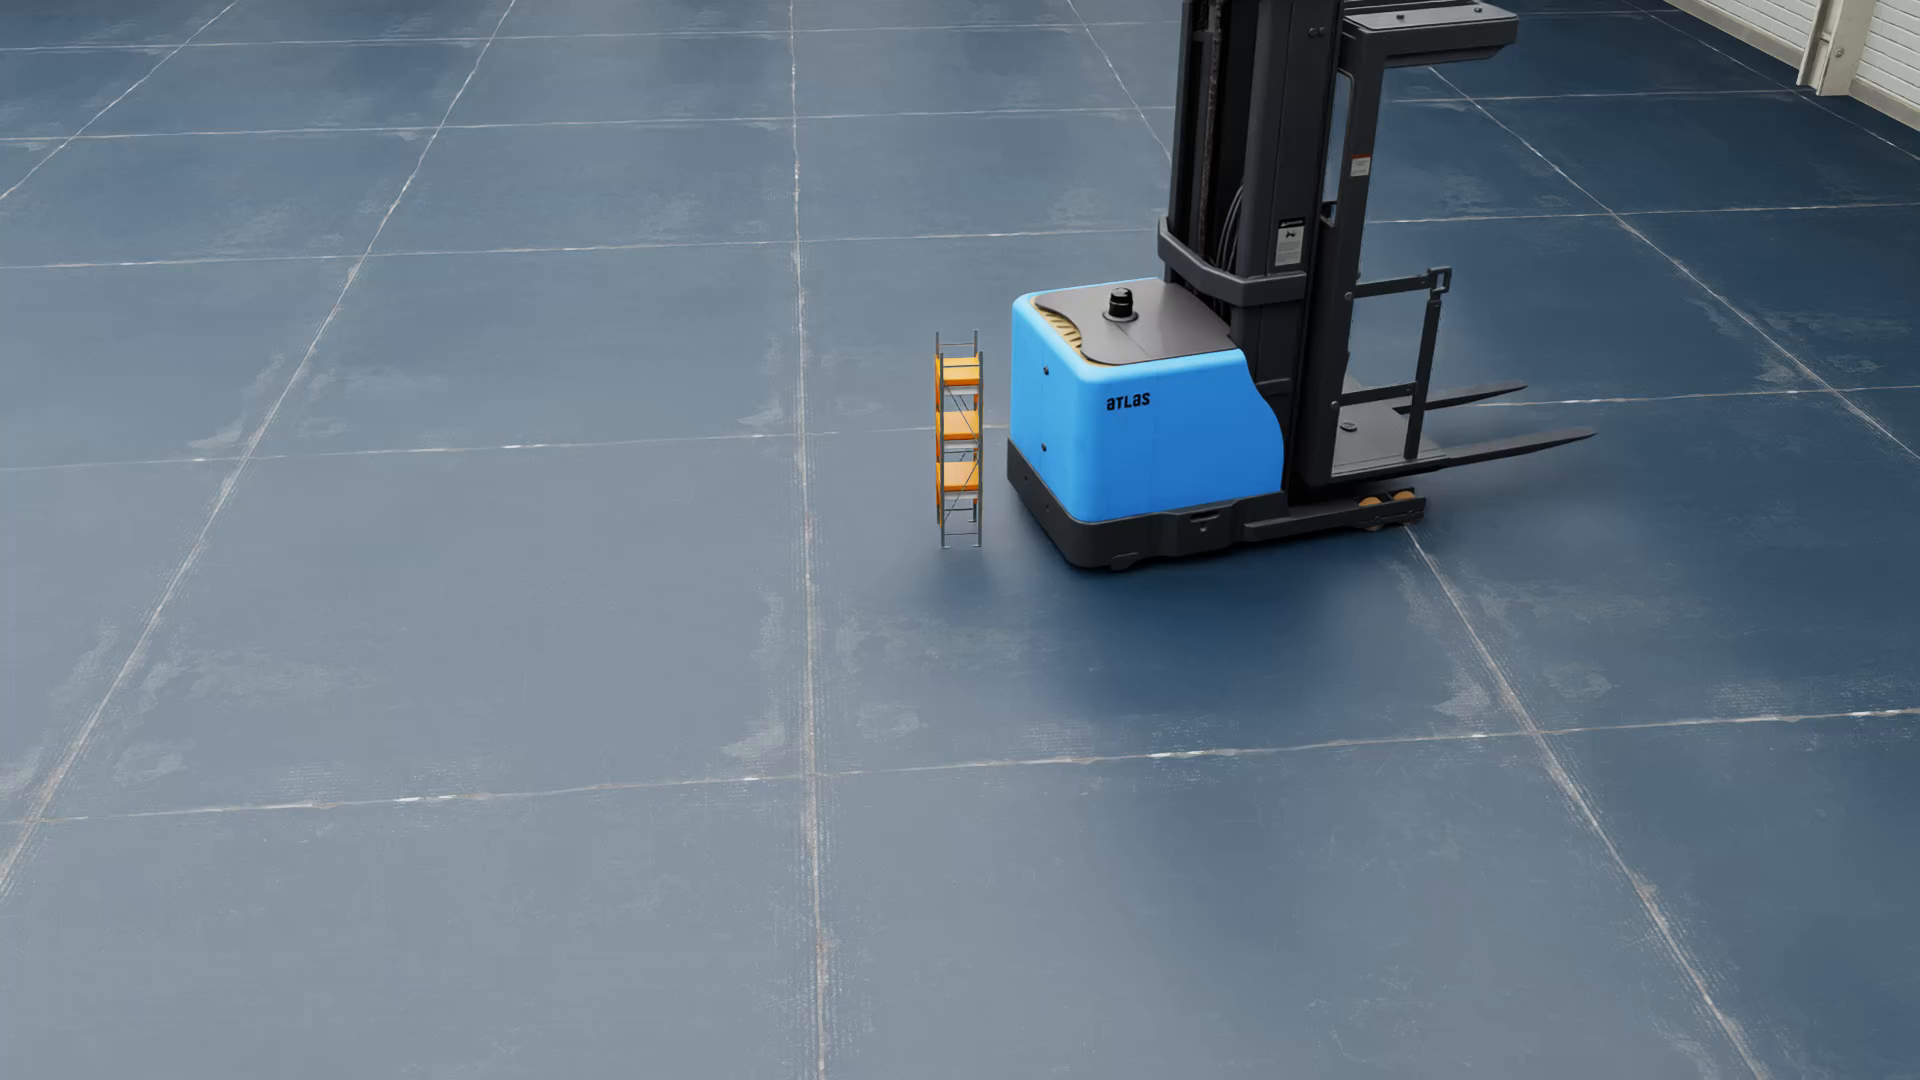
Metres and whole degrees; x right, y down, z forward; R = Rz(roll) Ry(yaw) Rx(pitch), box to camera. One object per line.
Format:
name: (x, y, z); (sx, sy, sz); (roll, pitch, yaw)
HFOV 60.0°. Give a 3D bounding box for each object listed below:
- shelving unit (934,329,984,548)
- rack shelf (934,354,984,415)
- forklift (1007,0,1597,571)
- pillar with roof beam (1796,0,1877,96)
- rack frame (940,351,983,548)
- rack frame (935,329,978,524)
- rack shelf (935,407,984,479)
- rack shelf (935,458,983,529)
shelving unit: (-0.005, -0.478, 8.027); (0.215, 1.050, 0.252); (-3, 31, -5)
rack shelf: (-0.005, -0.713, 7.886); (0.215, 0.259, 0.240); (-3, 31, -5)
forklift: (1.819, -1.550, 7.987); (3.031, 2.935, 1.130); (-10, 32, -16)
pillar with roof beam: (3.559, -7.755, 12.458); (9.100, 9.000, 0.400); (-3, 31, -5)
rack frame: (0.006, -0.416, 7.922); (0.200, 1.050, 0.008); (-3, 31, -5)
rack frame: (-0.016, -0.540, 8.131); (0.200, 1.050, 0.008); (-3, 31, -5)
rack shelf: (-0.005, -0.469, 8.032); (0.215, 0.259, 0.240); (-3, 31, -5)
rack shelf: (-0.005, -0.230, 8.174); (0.215, 0.259, 0.240); (-3, 31, -5)
